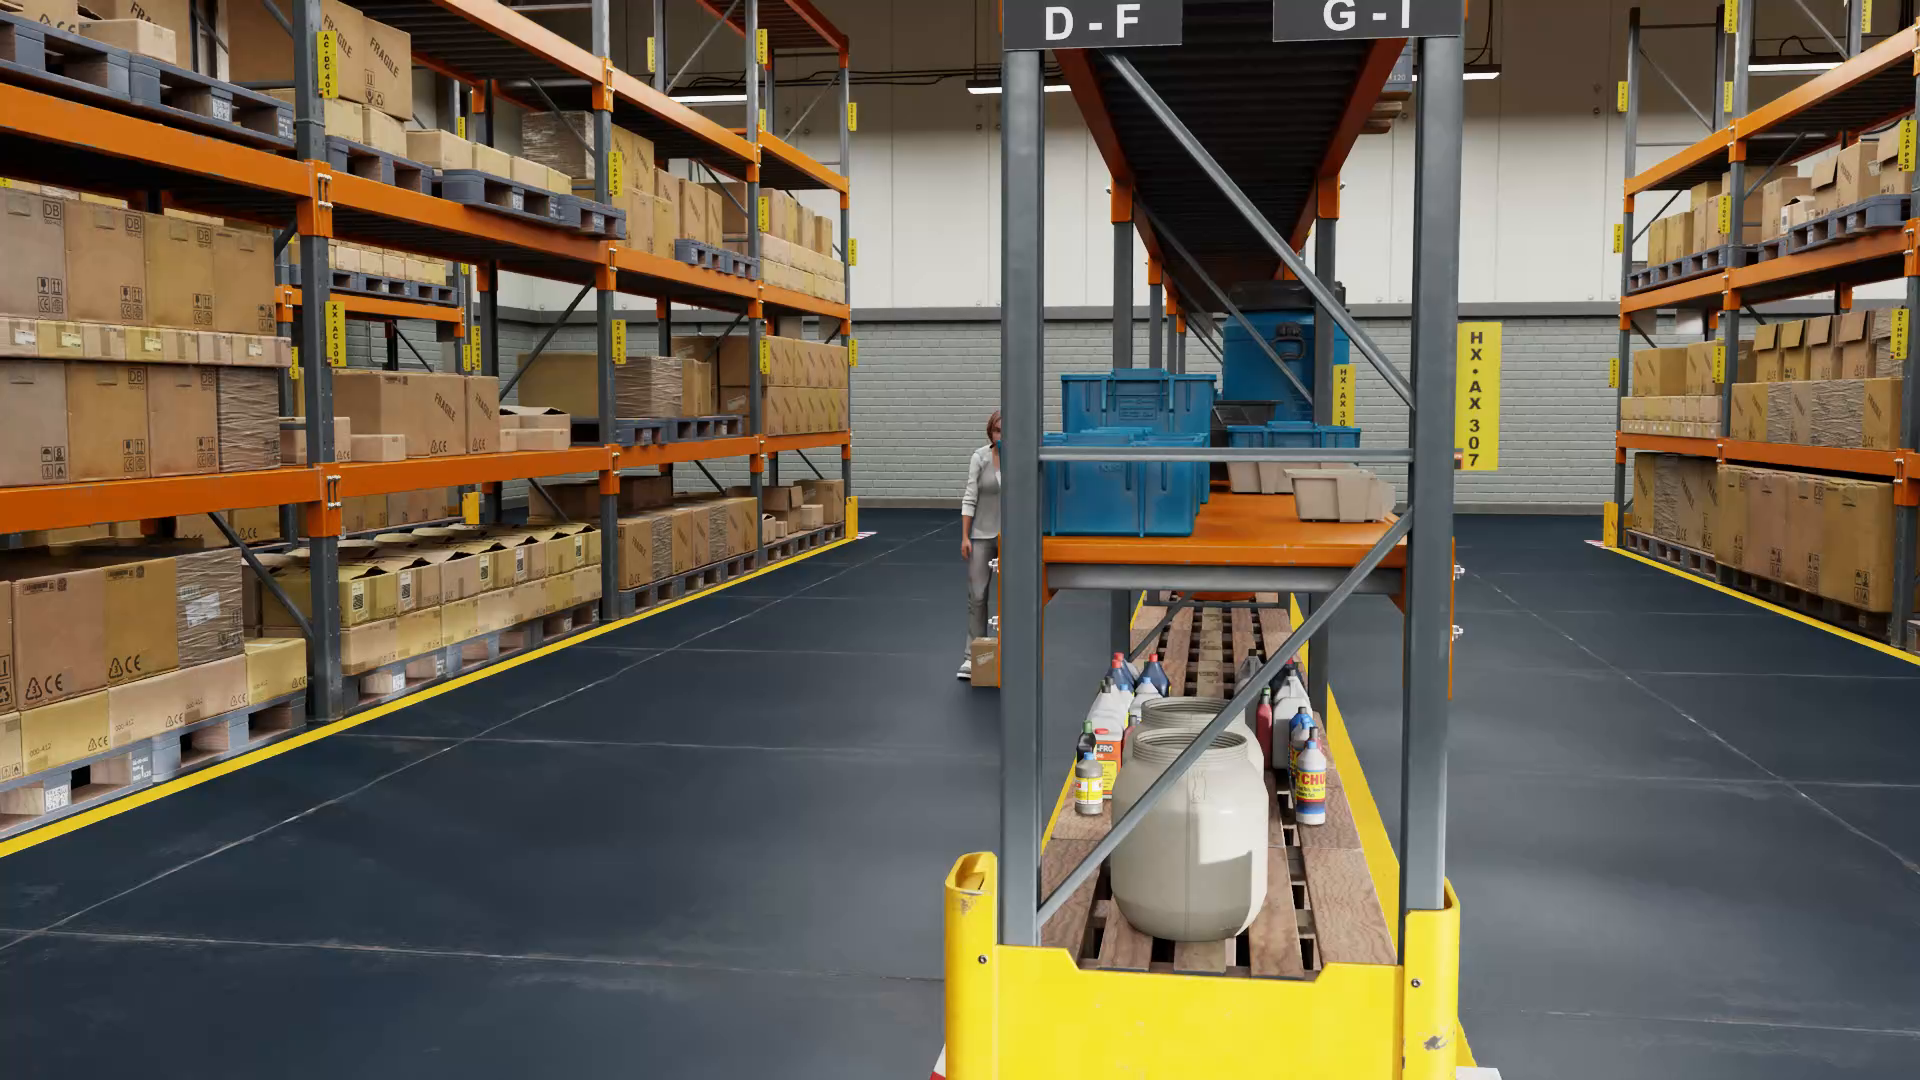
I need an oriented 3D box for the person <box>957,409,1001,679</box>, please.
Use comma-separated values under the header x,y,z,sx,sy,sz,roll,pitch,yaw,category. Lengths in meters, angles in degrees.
x,y,z,sx,sy,sz,roll,pitch,yaw,category
0.233,0.078,9.868,0.485,1.481,0.342,0,5,6,person
